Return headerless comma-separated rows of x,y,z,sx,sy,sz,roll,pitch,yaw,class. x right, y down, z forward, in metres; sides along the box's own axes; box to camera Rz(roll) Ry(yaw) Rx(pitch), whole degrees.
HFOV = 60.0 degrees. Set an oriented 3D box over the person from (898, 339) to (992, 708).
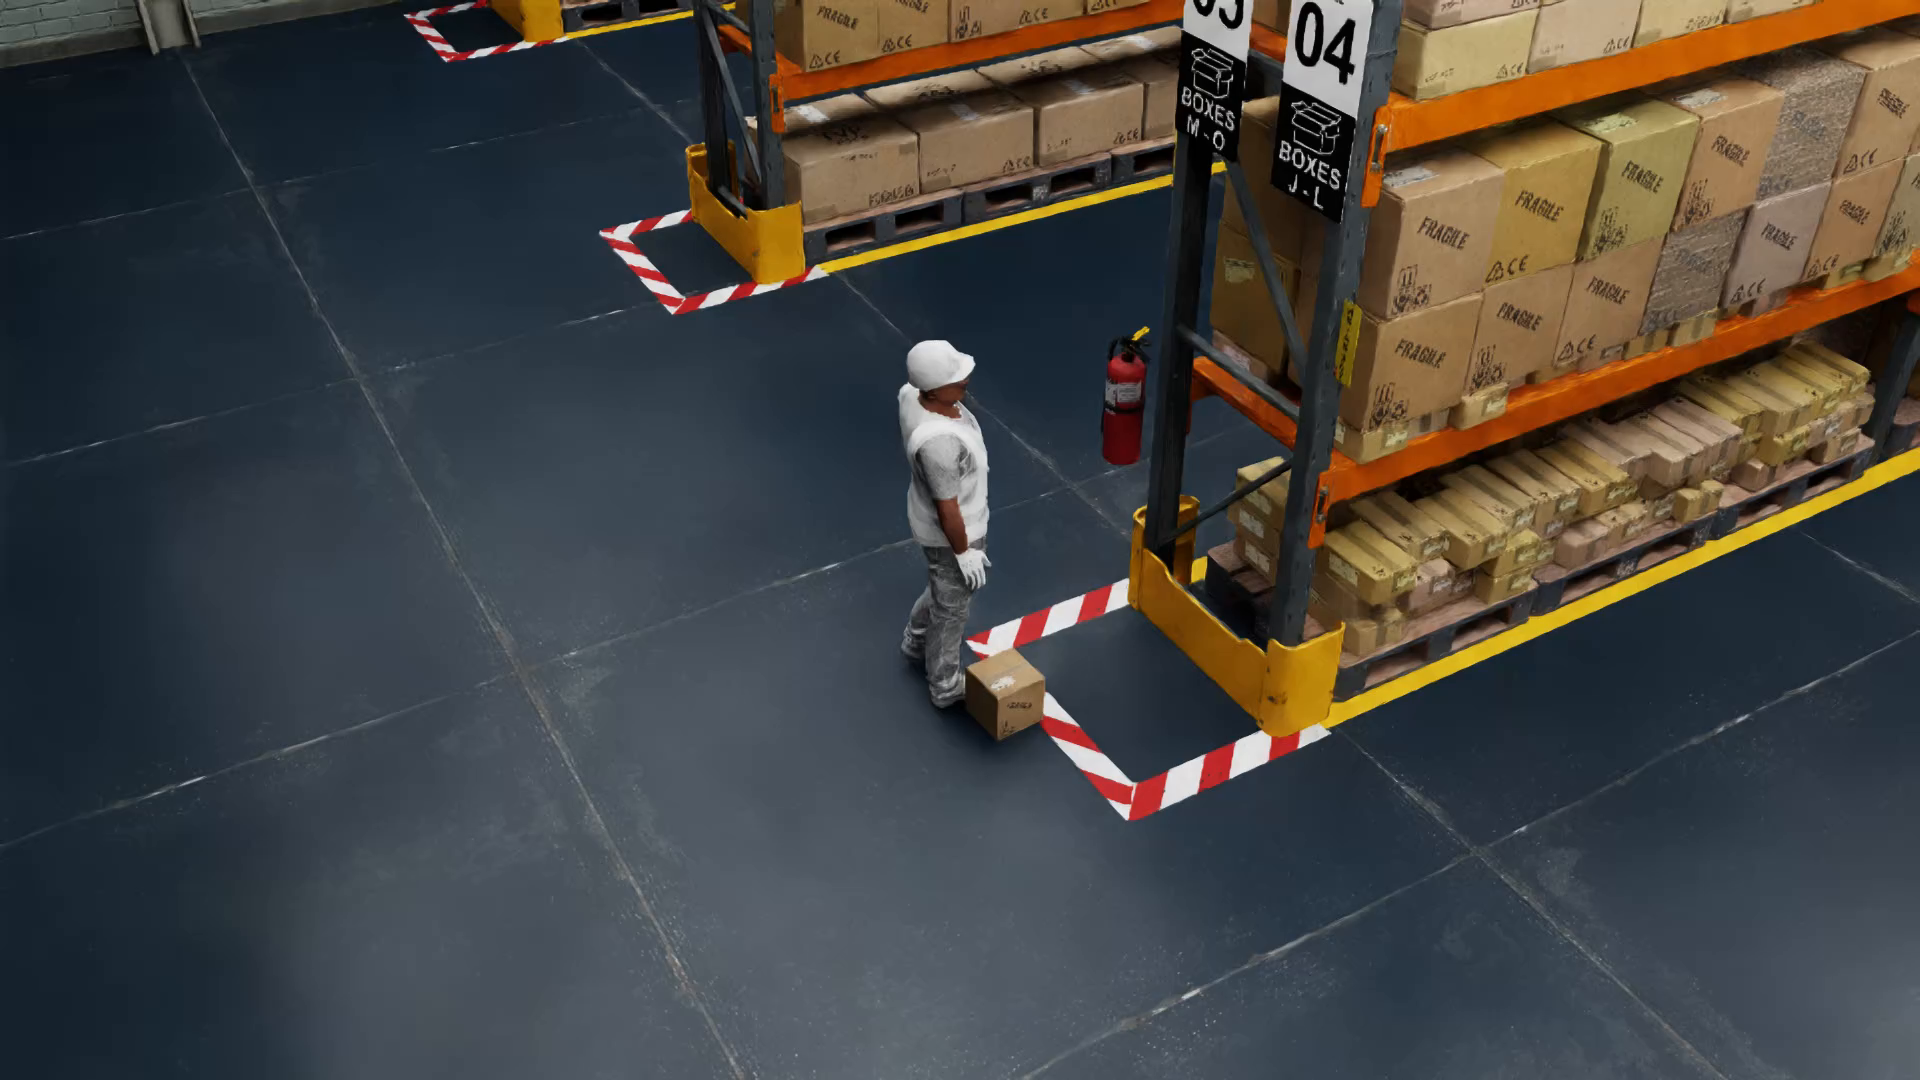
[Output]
-0.050,-0.077,6.988,0.400,1.786,0.585,-5,37,-7,person
